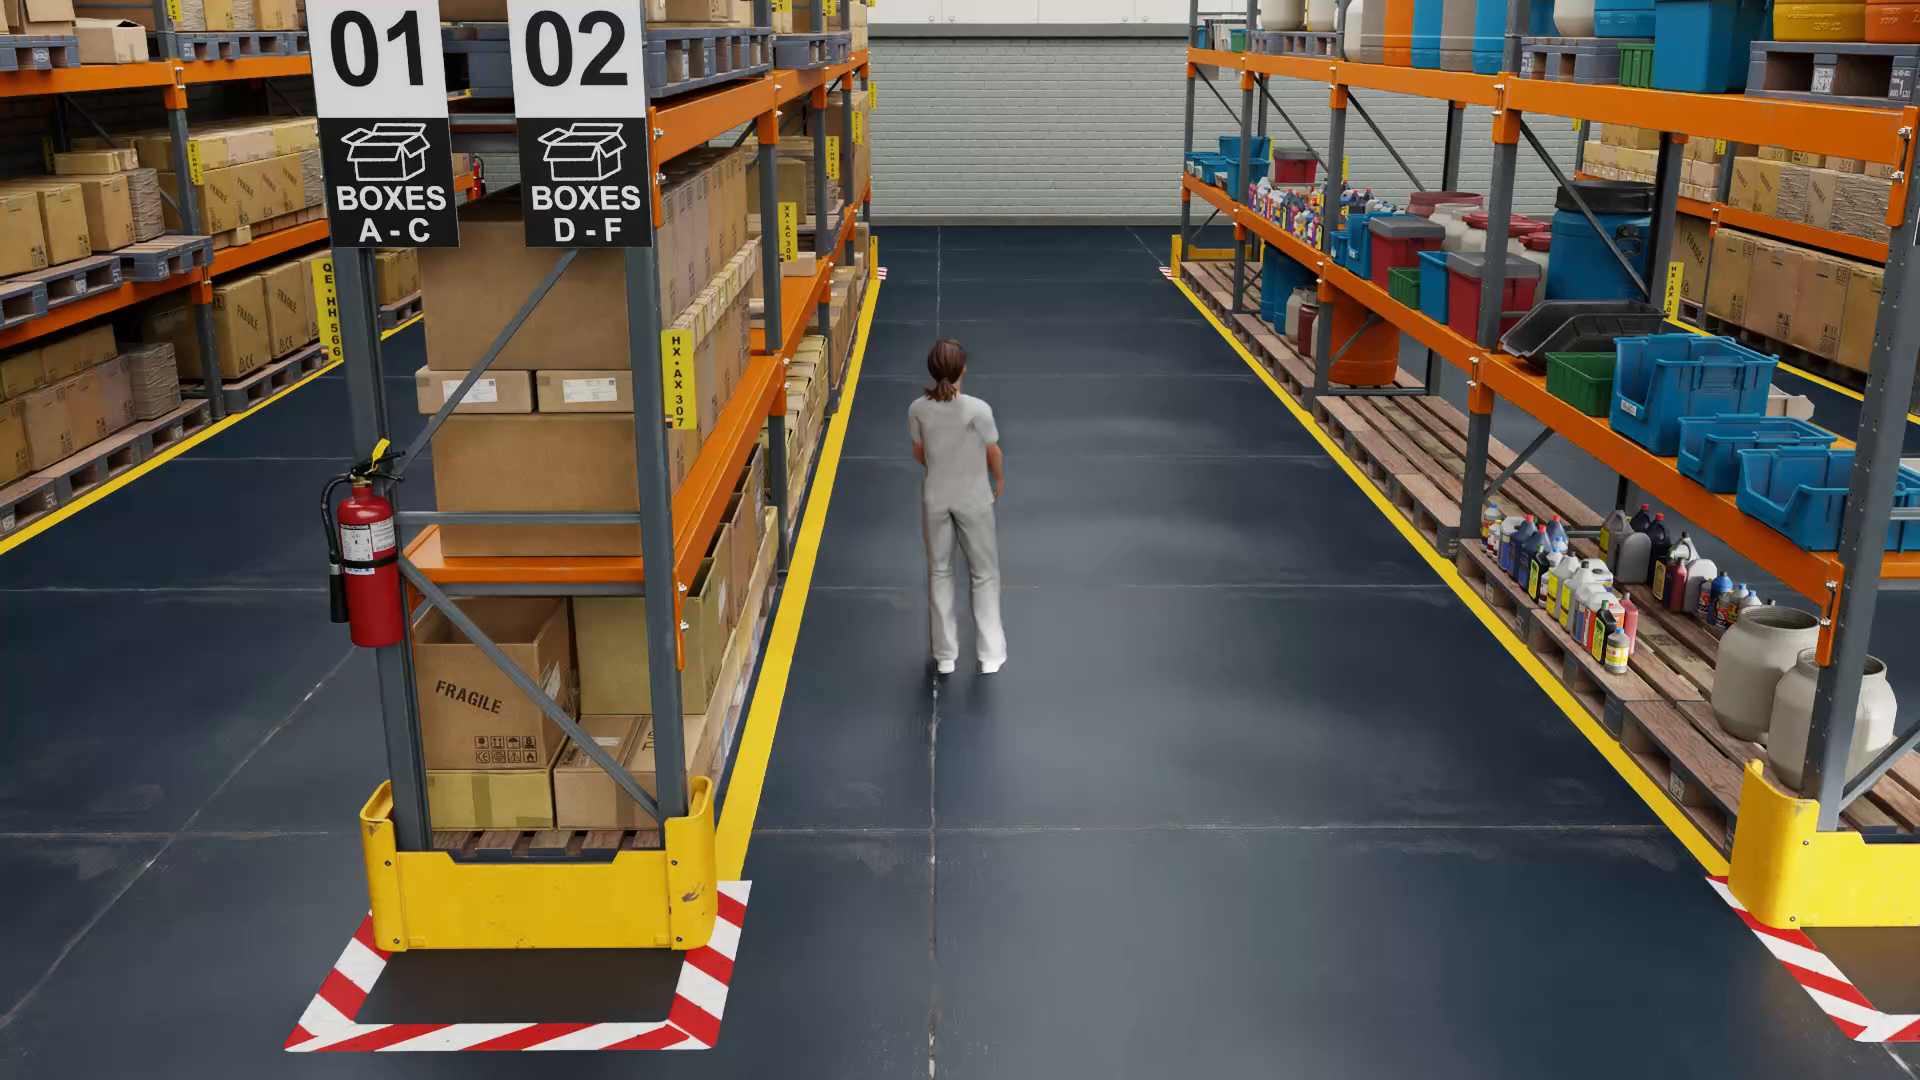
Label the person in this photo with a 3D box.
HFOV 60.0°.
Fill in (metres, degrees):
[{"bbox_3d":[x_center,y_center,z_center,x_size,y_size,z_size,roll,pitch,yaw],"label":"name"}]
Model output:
[{"bbox_3d":[-0.002,-0.172,8.100,0.465,1.677,0.525,6,18,19],"label":"person"}]
